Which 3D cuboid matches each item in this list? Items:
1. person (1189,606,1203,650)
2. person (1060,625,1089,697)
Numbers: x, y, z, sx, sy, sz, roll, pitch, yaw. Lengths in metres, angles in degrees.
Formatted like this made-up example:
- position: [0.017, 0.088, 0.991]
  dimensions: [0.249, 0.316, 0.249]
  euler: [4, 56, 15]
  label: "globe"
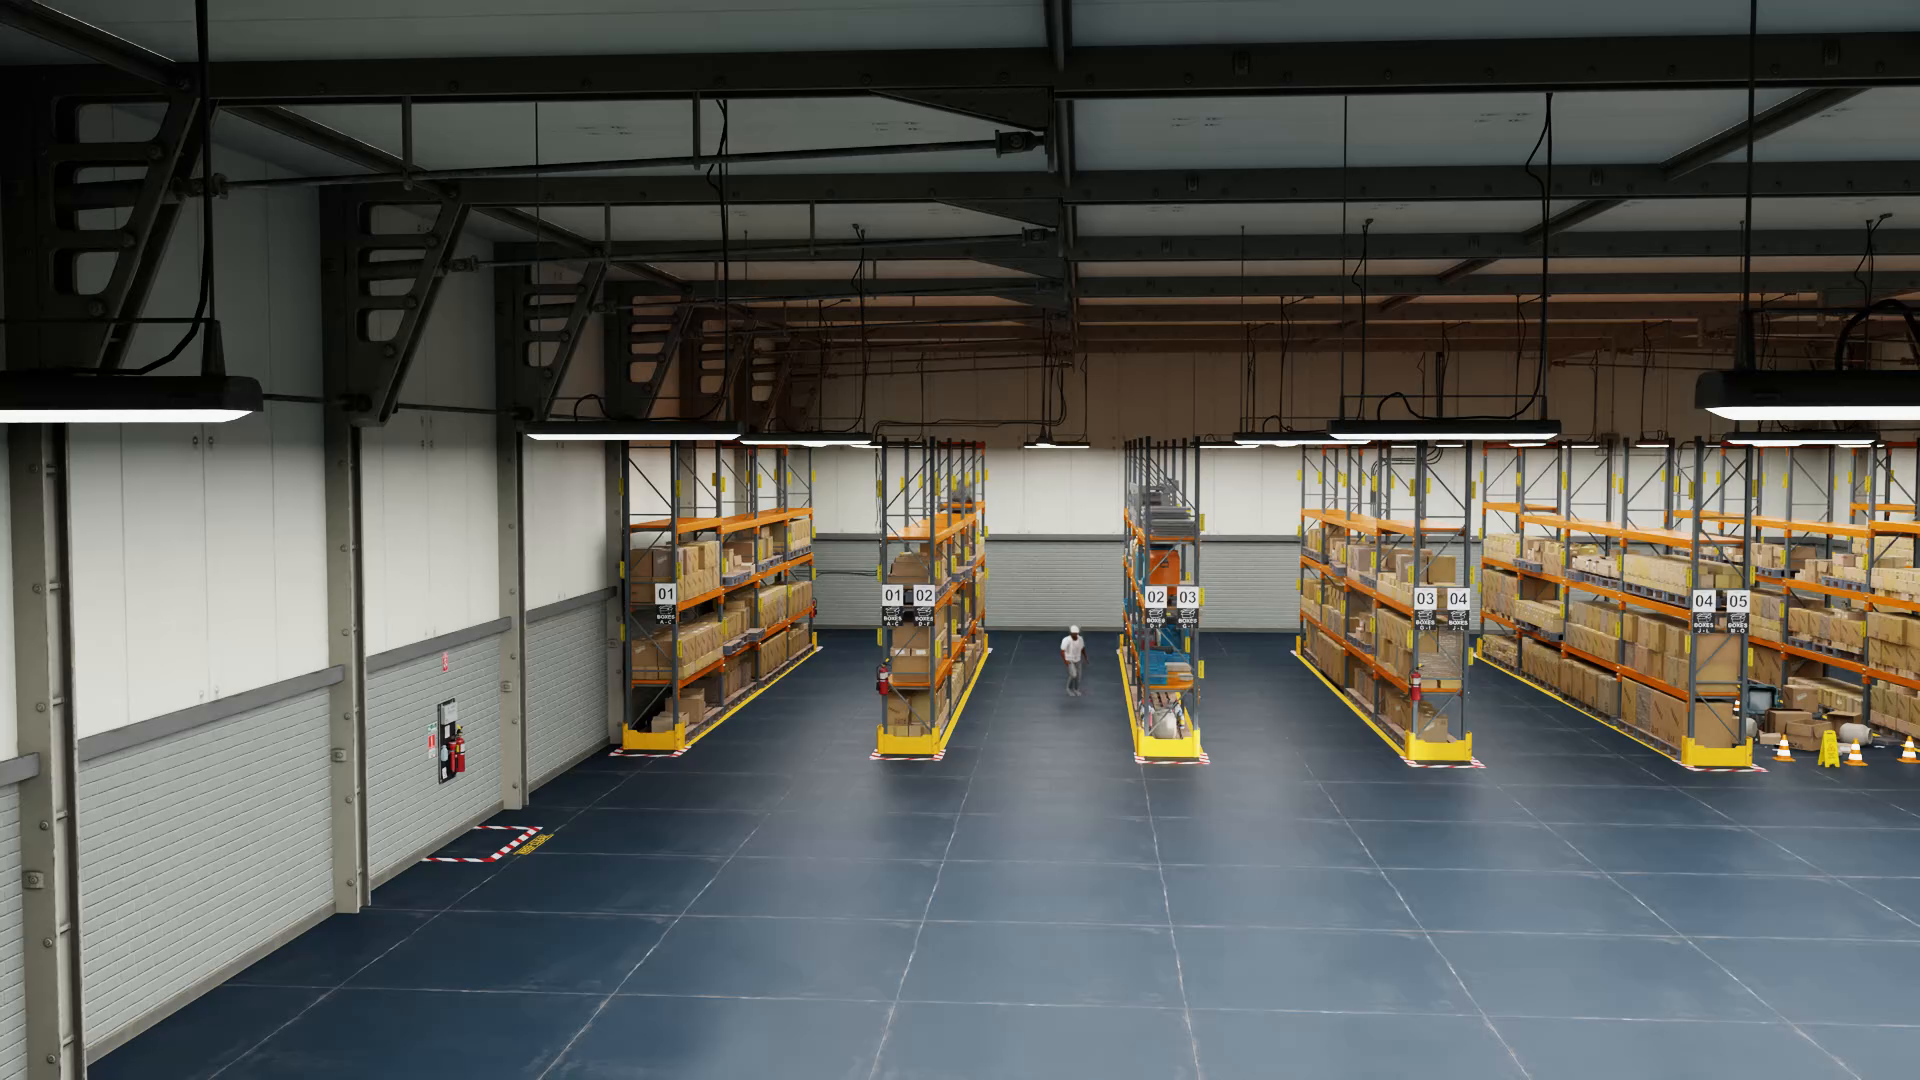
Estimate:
- position: [6.582, 2.372, 47.518]
  dimensions: [0.647, 1.668, 0.791]
  euler: [-2, 4, -34]
  label: "person"
- position: [2.658, 2.807, 38.745]
  dimensions: [0.701, 1.700, 0.614]
  euler: [-2, 4, -32]
  label: "person"
